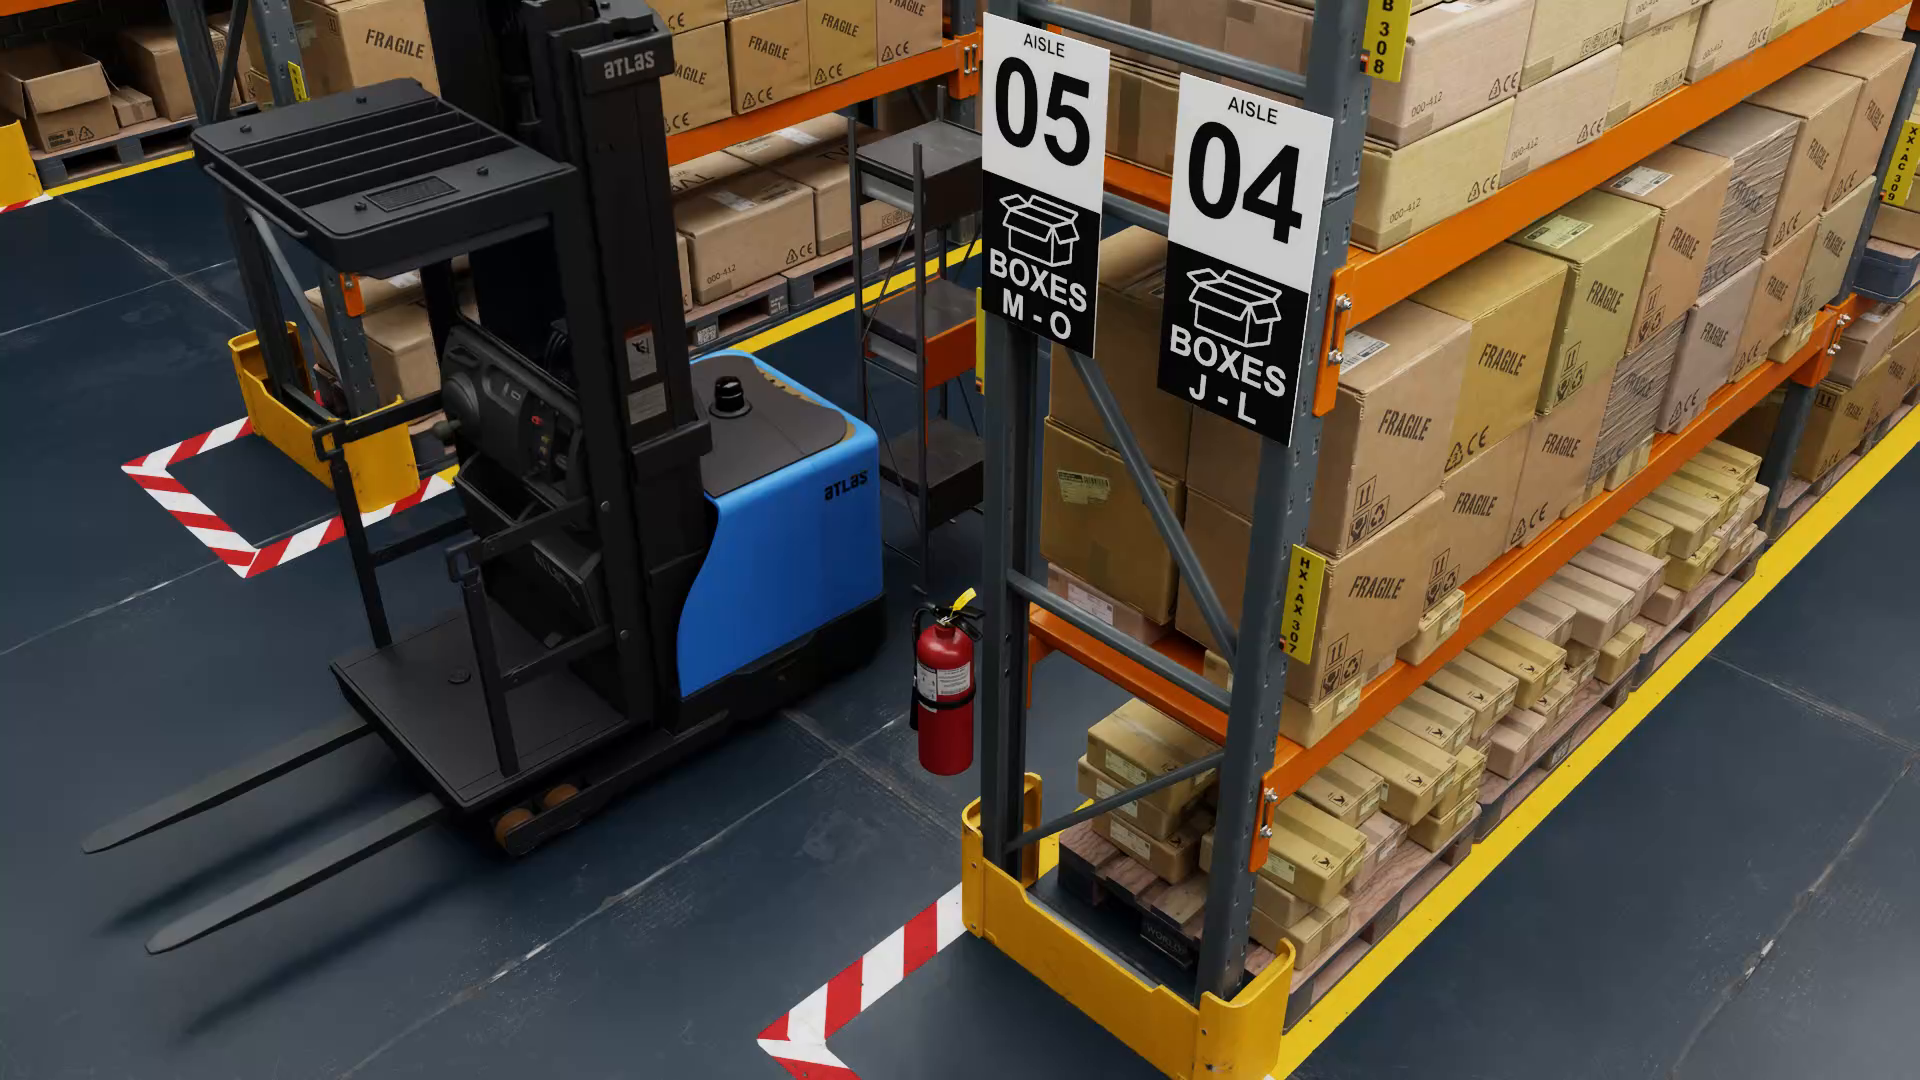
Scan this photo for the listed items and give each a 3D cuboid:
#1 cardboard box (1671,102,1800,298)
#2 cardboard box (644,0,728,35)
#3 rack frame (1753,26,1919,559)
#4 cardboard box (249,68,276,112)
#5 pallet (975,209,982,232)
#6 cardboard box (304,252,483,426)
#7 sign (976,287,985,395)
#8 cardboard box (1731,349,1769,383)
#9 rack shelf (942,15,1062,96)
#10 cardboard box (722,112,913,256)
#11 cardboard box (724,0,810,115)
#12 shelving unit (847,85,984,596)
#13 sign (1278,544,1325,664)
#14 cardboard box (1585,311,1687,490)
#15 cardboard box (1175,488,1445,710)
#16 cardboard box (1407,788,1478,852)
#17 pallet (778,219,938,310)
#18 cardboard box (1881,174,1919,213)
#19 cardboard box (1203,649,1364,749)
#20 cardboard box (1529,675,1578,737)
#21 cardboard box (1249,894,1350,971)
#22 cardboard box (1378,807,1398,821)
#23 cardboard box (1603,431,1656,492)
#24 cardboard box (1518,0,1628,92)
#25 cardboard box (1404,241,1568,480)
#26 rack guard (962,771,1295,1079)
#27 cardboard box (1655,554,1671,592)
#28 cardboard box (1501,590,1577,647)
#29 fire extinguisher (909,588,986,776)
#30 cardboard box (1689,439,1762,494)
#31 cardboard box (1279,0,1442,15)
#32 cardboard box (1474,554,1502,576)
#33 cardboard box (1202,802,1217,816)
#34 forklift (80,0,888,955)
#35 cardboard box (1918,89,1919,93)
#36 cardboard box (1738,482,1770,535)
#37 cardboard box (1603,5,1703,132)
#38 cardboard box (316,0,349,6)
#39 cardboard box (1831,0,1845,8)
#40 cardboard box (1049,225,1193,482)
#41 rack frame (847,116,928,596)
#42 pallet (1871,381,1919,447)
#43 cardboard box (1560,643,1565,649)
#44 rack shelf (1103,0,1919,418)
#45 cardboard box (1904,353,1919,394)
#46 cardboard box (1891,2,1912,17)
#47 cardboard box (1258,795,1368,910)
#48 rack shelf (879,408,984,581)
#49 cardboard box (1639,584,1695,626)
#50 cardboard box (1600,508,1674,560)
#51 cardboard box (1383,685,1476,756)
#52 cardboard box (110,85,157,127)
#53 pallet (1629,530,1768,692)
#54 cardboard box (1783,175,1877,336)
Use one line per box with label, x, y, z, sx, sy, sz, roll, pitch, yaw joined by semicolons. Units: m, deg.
cardboard box;2.409;-1.185;5.605;0.500;0.500;0.500;-29;44;-35
cardboard box;-1.515;-2.815;8.202;0.500;0.500;0.500;-30;45;-35
rack frame;3.280;-1.326;7.029;1.000;3.000;0.127;30;45;35
cardboard box;-2.970;-1.999;7.907;0.500;0.500;0.500;-30;45;-35
pallet;0.186;-2.480;11.121;1.003;0.211;1.213;30;45;35
cardboard box;-2.728;-1.086;8.557;0.875;0.438;0.875;28;44;34
sign;0.082;-0.538;4.611;0.100;0.325;0.005;30;45;35
cardboard box;2.910;-0.780;6.465;0.250;0.149;0.380;-28;44;-34
rack shelf;1.105;-3.797;11.200;1.077;0.370;4.000;30;45;35
cardboard box;-0.823;-2.189;10.140;0.875;0.438;0.875;29;44;35
cardboard box;-1.152;-2.608;8.780;0.500;0.500;0.500;29;44;35
shelving unit;-0.117;-0.794;7.053;0.431;2.100;0.503;30;45;35
sign;0.847;0.162;4.139;0.100;0.325;0.005;30;45;35
cardboard box;2.042;-0.567;5.593;0.500;0.500;0.500;28;44;34
cardboard box;0.974;0.064;4.688;0.500;0.500;0.500;-28;43;-34
cardboard box;1.612;0.909;5.949;0.250;0.149;0.380;-29;44;-35
pallet;-0.895;-1.859;10.231;1.003;0.211;1.213;30;45;35
cardboard box;3.884;-1.491;6.859;0.250;0.149;0.380;-29;44;-35
cardboard box;0.922;0.402;4.771;0.380;0.149;0.250;29;44;35
cardboard box;2.138;0.578;6.424;0.380;0.149;0.250;30;45;35
cardboard box;1.058;1.211;5.516;0.250;0.149;0.380;-29;44;-35
cardboard box;1.356;0.840;5.788;0.250;0.149;0.380;-29;44;-35
cardboard box;2.194;-0.349;5.847;0.250;0.149;0.380;-29;44;-35
cardboard box;1.322;-1.362;4.152;0.500;0.250;0.500;29;44;35
cardboard box;1.317;-0.558;4.706;0.500;0.500;0.500;-29;44;-34
rack guard;0.515;1.292;5.460;1.175;0.500;0.348;30;45;35
cardboard box;2.679;0.098;6.852;0.250;0.149;0.380;-29;44;-35
cardboard box;2.094;0.293;6.313;0.380;0.149;0.250;30;45;35
fire extinguisher;-0.043;0.399;4.949;0.296;0.674;0.183;30;45;35
cardboard box;3.214;-0.323;7.196;0.250;0.149;0.380;-29;44;-34
cardboard box;0.851;-1.279;3.685;0.380;0.149;0.250;29;44;35
cardboard box;1.594;-0.067;5.443;0.380;0.149;0.250;29;44;35
cardboard box;0.794;0.852;6.031;0.250;0.149;0.380;-28;44;-34
forklift;-1.737;-0.388;5.745;3.031;2.935;1.130;-27;43;-33
cardboard box;4.258;-1.832;7.087;0.250;0.149;0.380;-30;44;-35
cardboard box;3.283;-0.195;7.272;0.250;0.149;0.380;-29;44;-35
cardboard box;1.687;-1.376;4.610;0.500;0.250;0.500;28;44;34
cardboard box;-2.676;-2.406;7.049;0.250;0.149;0.380;-29;44;-35
cardboard box;2.766;-1.989;5.488;0.500;0.250;0.500;29;44;35
cardboard box;0.607;-0.561;4.711;0.500;0.500;0.500;29;44;34
rack frame;-0.289;-0.695;6.911;0.400;2.100;0.015;30;45;35
pallet;4.687;-0.996;8.994;1.003;0.211;1.213;30;45;35
cardboard box;2.092;0.402;6.417;0.250;0.149;0.380;-28;43;-34
rack shelf;1.871;-1.449;5.212;1.077;0.370;4.000;30;45;35
cardboard box;4.720;-1.099;8.522;0.500;0.500;0.500;-29;44;-35
cardboard box;4.532;-2.519;8.073;0.380;0.149;0.250;29;44;35
cardboard box;1.072;0.975;5.334;0.380;0.149;0.250;27;43;33
rack shelf;-0.117;-0.209;7.461;0.431;0.518;0.480;30;45;35
cardboard box;2.863;0.173;7.005;0.380;0.149;0.250;28;44;34
cardboard box;2.654;-0.026;6.770;0.250;0.149;0.380;-28;44;-34
cardboard box;1.565;0.630;5.829;0.380;0.149;0.250;27;43;33
cardboard box;-5.822;-3.025;11.590;0.380;0.149;0.250;28;43;34
pallet;2.832;0.105;7.415;1.003;0.211;1.213;30;45;35
cardboard box;3.140;-1.179;6.470;0.500;0.500;0.500;30;45;35
